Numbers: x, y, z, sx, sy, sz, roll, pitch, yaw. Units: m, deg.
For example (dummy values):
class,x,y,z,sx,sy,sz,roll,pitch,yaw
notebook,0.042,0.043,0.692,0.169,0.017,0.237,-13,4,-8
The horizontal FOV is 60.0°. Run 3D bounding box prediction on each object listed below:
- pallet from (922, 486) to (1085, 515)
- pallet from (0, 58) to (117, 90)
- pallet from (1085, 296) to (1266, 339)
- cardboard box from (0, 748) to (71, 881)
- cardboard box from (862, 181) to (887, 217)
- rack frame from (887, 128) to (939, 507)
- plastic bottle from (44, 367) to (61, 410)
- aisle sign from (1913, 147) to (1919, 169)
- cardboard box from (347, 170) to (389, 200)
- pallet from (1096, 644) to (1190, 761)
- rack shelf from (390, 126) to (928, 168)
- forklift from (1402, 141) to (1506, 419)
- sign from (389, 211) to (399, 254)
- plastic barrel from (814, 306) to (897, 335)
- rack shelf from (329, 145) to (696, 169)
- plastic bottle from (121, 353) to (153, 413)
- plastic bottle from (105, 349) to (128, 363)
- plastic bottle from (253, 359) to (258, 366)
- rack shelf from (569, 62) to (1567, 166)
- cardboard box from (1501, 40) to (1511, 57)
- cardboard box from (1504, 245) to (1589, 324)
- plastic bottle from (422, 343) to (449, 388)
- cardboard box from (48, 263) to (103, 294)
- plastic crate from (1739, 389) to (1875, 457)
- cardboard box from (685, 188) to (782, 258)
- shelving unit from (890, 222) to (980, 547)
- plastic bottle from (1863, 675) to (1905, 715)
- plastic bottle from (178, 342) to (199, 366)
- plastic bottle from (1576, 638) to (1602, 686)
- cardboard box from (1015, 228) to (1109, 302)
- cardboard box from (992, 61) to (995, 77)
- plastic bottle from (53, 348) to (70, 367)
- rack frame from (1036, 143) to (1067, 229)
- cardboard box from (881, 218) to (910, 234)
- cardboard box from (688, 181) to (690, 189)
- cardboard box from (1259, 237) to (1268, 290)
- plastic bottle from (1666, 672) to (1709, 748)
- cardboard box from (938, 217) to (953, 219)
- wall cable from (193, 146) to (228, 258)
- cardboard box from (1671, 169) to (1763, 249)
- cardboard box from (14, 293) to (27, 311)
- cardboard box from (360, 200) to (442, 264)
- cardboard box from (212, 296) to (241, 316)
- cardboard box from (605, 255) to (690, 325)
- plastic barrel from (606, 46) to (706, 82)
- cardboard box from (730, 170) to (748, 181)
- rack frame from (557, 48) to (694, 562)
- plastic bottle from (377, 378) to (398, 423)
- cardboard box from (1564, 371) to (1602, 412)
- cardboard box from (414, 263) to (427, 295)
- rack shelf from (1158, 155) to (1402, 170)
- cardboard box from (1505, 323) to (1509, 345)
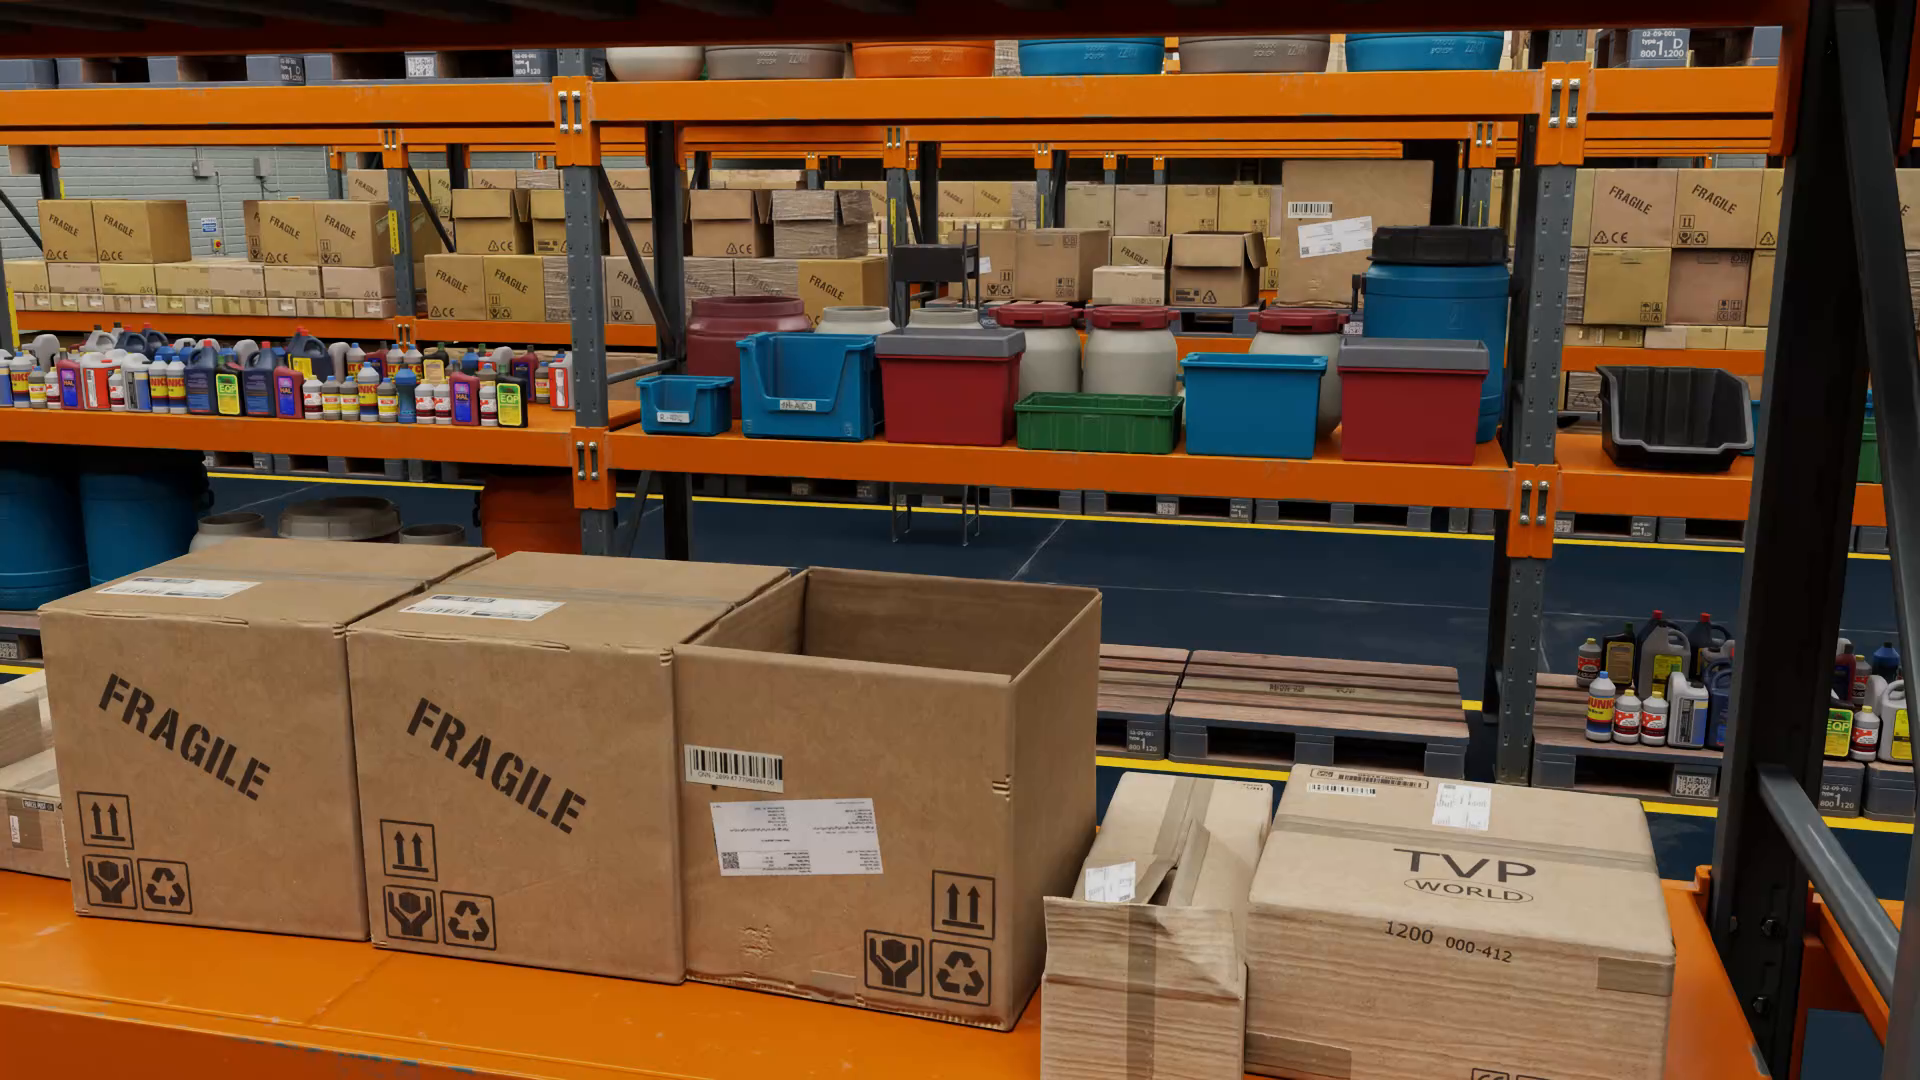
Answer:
class,x,y,z,sx,sy,sz,roll,pitch,yaw
pallet,0.413,-0.416,12.621,1.213,0.211,1.003,3,13,14
pallet,-4.631,-2.336,8.349,1.003,0.211,1.213,3,13,14
pallet,1.587,-1.630,12.100,1.213,0.211,1.003,3,13,14
cardboard box,-1.471,0.442,2.897,0.250,0.149,0.380,4,13,18
cardboard box,-0.995,-4.543,22.245,0.500,0.500,0.500,3,13,13
rack frame,-0.345,-1.818,12.503,0.127,3.000,1.000,3,13,14
plastic bottle,-4.407,-0.742,8.112,0.097,0.201,0.097,0,13,0
aisle sign,8.849,-3.769,15.296,0.004,0.787,0.394,3,13,14
cardboard box,-6.453,-3.874,18.544,0.500,0.500,0.500,3,13,13
pallet,0.392,0.697,7.605,1.213,0.211,1.003,3,13,14
rack shelf,-2.287,-3.035,12.724,4.000,0.370,1.077,3,13,14
forklift,3.129,-1.940,13.209,3.031,2.935,1.130,3,13,12
sign,-4.360,-2.370,12.810,0.005,0.325,0.100,3,13,14
plastic barrel,-0.482,-0.823,7.758,0.421,0.512,0.421,0,13,0
rack shelf,-4.884,-4.280,18.337,4.000,0.370,1.077,3,13,14
plastic bottle,-3.933,-0.759,8.018,0.135,0.276,0.152,3,13,14
plastic bottle,-4.122,-0.803,8.216,0.135,0.276,0.152,3,13,14
plastic bottle,-3.636,-0.870,8.690,0.097,0.201,0.097,0,13,0
rack shelf,0.410,-1.786,7.094,4.000,0.370,1.077,3,13,14
cardboard box,5.097,-4.543,15.397,0.250,0.149,0.380,3,13,14
cardboard box,3.960,-1.768,11.361,0.500,0.500,0.875,3,13,14
plastic bottle,-2.667,-0.863,8.466,0.133,0.283,0.061,3,13,14
cardboard box,-7.205,-2.198,13.875,0.500,0.250,0.500,3,13,13
plastic crate,3.491,-0.496,6.888,0.616,0.251,0.499,3,13,14
cardboard box,-1.683,-2.432,12.725,0.637,0.503,0.797,3,13,15
shelving unit,-0.161,-1.034,11.045,0.503,2.100,0.431,3,13,14
plastic bottle,3.643,0.674,6.541,0.135,0.276,0.152,3,13,14
plastic bottle,-3.992,-0.890,8.615,0.097,0.271,0.097,0,13,0
plastic bottle,2.779,0.536,7.339,0.097,0.201,0.097,0,13,0
cardboard box,0.755,-2.044,12.323,0.500,0.500,0.700,5,13,22
cardboard box,0.050,-3.497,11.760,0.500,0.500,0.500,3,13,14
plastic bottle,-4.836,-0.934,8.979,0.097,0.201,0.097,0,13,0
rack frame,0.941,-2.856,17.181,0.127,3.000,1.000,3,13,14
cardboard box,-0.635,-3.212,17.021,0.250,0.149,0.380,3,13,14
cardboard box,-3.850,-4.693,22.923,0.500,0.500,0.500,3,13,14
cardboard box,2.780,-2.746,16.456,0.500,0.500,0.500,3,13,13
plastic bottle,2.876,0.666,6.581,0.135,0.276,0.152,4,13,16
cardboard box,-0.217,-3.334,17.574,0.250,0.149,0.380,3,13,11
wall cable,-11.218,-5.116,24.951,0.123,1.953,0.585,3,13,14
cardboard box,4.885,-2.164,10.837,0.500,0.500,0.500,3,13,14
cardboard box,-7.847,-2.023,14.006,0.250,0.149,0.380,3,13,14
cardboard box,-4.632,-2.542,13.696,0.500,0.500,0.500,3,13,14
cardboard box,-5.851,-1.917,13.527,0.250,0.149,0.380,3,13,13
cardboard box,-2.365,-1.920,12.733,0.500,0.500,0.500,3,13,15
plastic barrel,-1.304,-2.215,7.109,0.421,0.512,0.421,0,13,0
cardboard box,-2.949,-4.973,22.687,0.250,0.149,0.380,3,13,13
rack frame,-1.532,-0.777,7.809,0.127,3.000,1.000,3,13,14
plastic bottle,-2.642,-0.648,7.687,0.097,0.201,0.097,0,13,0
cardboard box,6.295,-1.723,16.009,0.875,0.875,0.875,3,13,14
cardboard box,-4.622,-2.177,13.781,0.500,0.250,0.500,3,13,13
rack shelf,5.157,-5.955,25.887,4.000,0.370,1.077,3,13,14
cardboard box,3.675,-1.414,11.259,0.250,0.149,0.380,3,13,14
